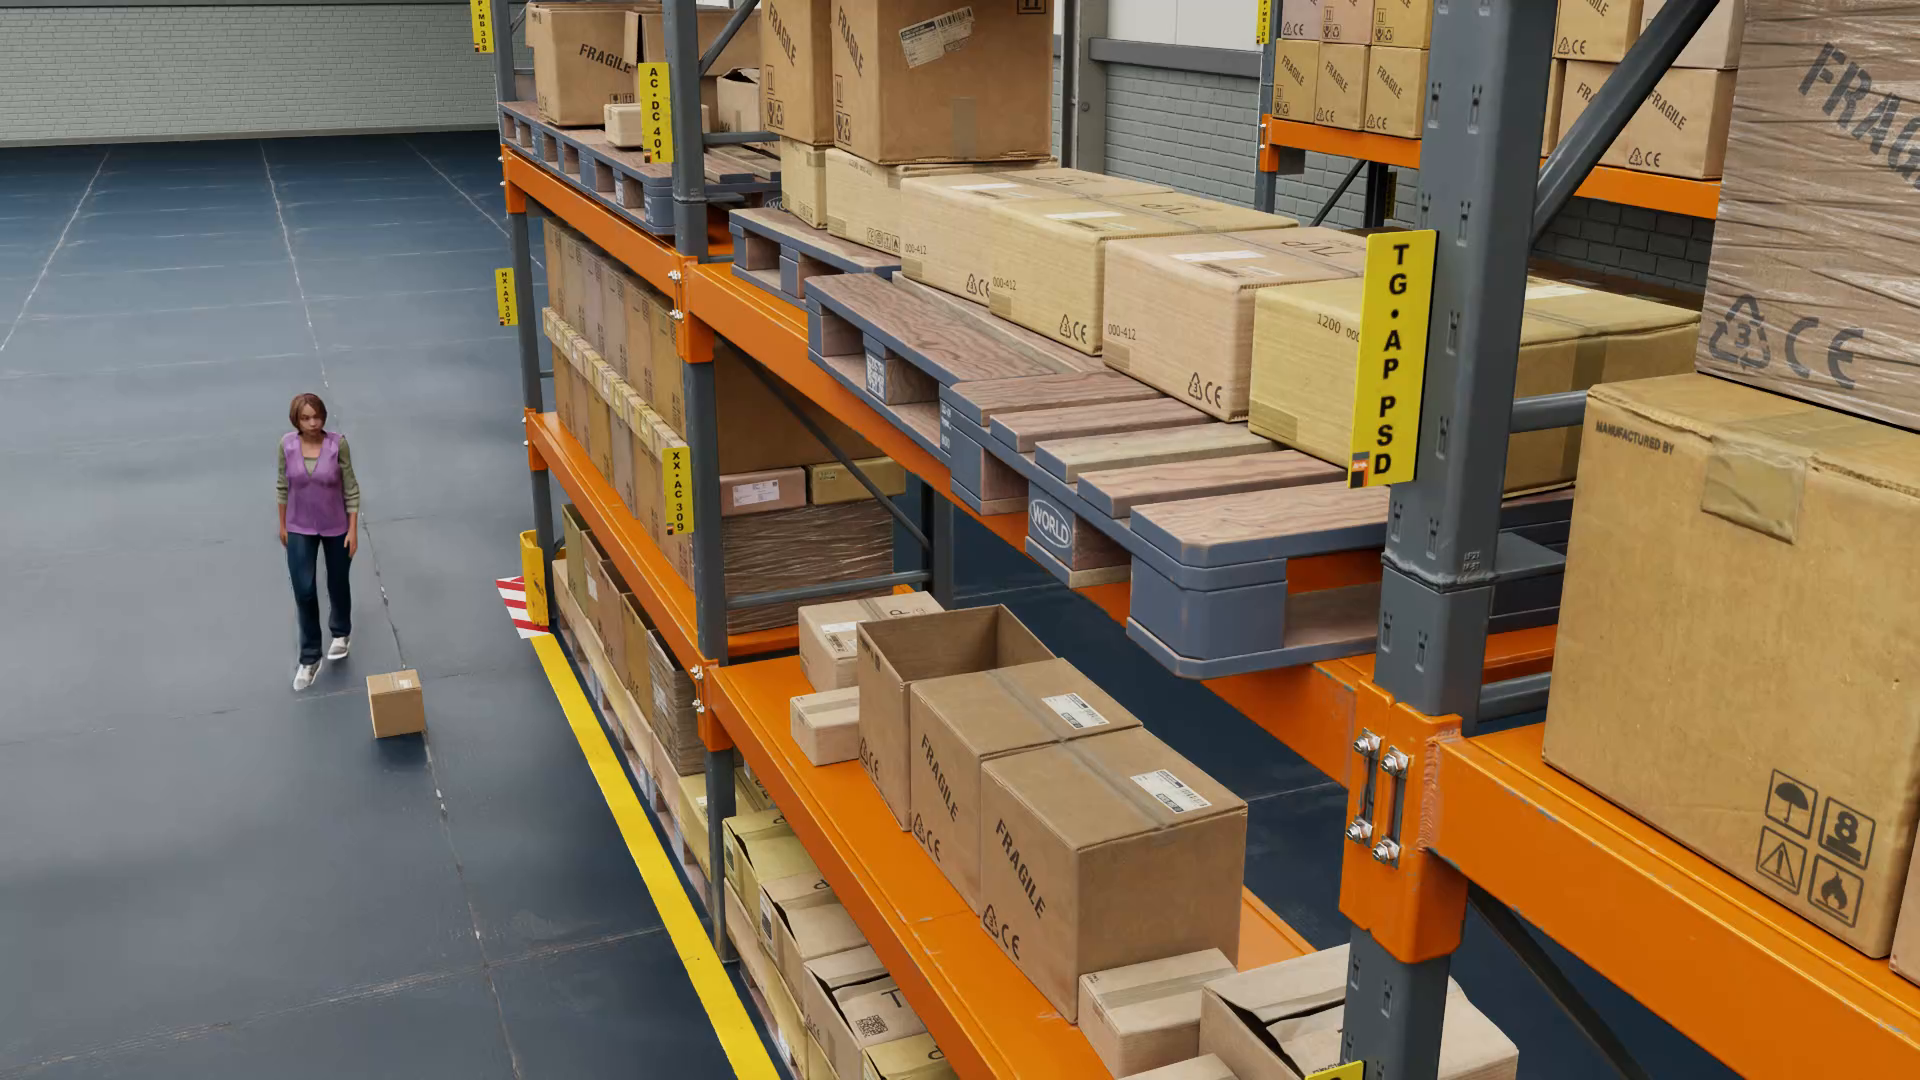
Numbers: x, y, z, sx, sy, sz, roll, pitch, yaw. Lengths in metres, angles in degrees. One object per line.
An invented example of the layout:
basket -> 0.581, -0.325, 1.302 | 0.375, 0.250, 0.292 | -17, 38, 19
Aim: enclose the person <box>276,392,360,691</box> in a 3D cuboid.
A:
person -> -3.531, -0.025, 9.184 | 0.462, 1.644, 0.569 | -6, 20, -18
